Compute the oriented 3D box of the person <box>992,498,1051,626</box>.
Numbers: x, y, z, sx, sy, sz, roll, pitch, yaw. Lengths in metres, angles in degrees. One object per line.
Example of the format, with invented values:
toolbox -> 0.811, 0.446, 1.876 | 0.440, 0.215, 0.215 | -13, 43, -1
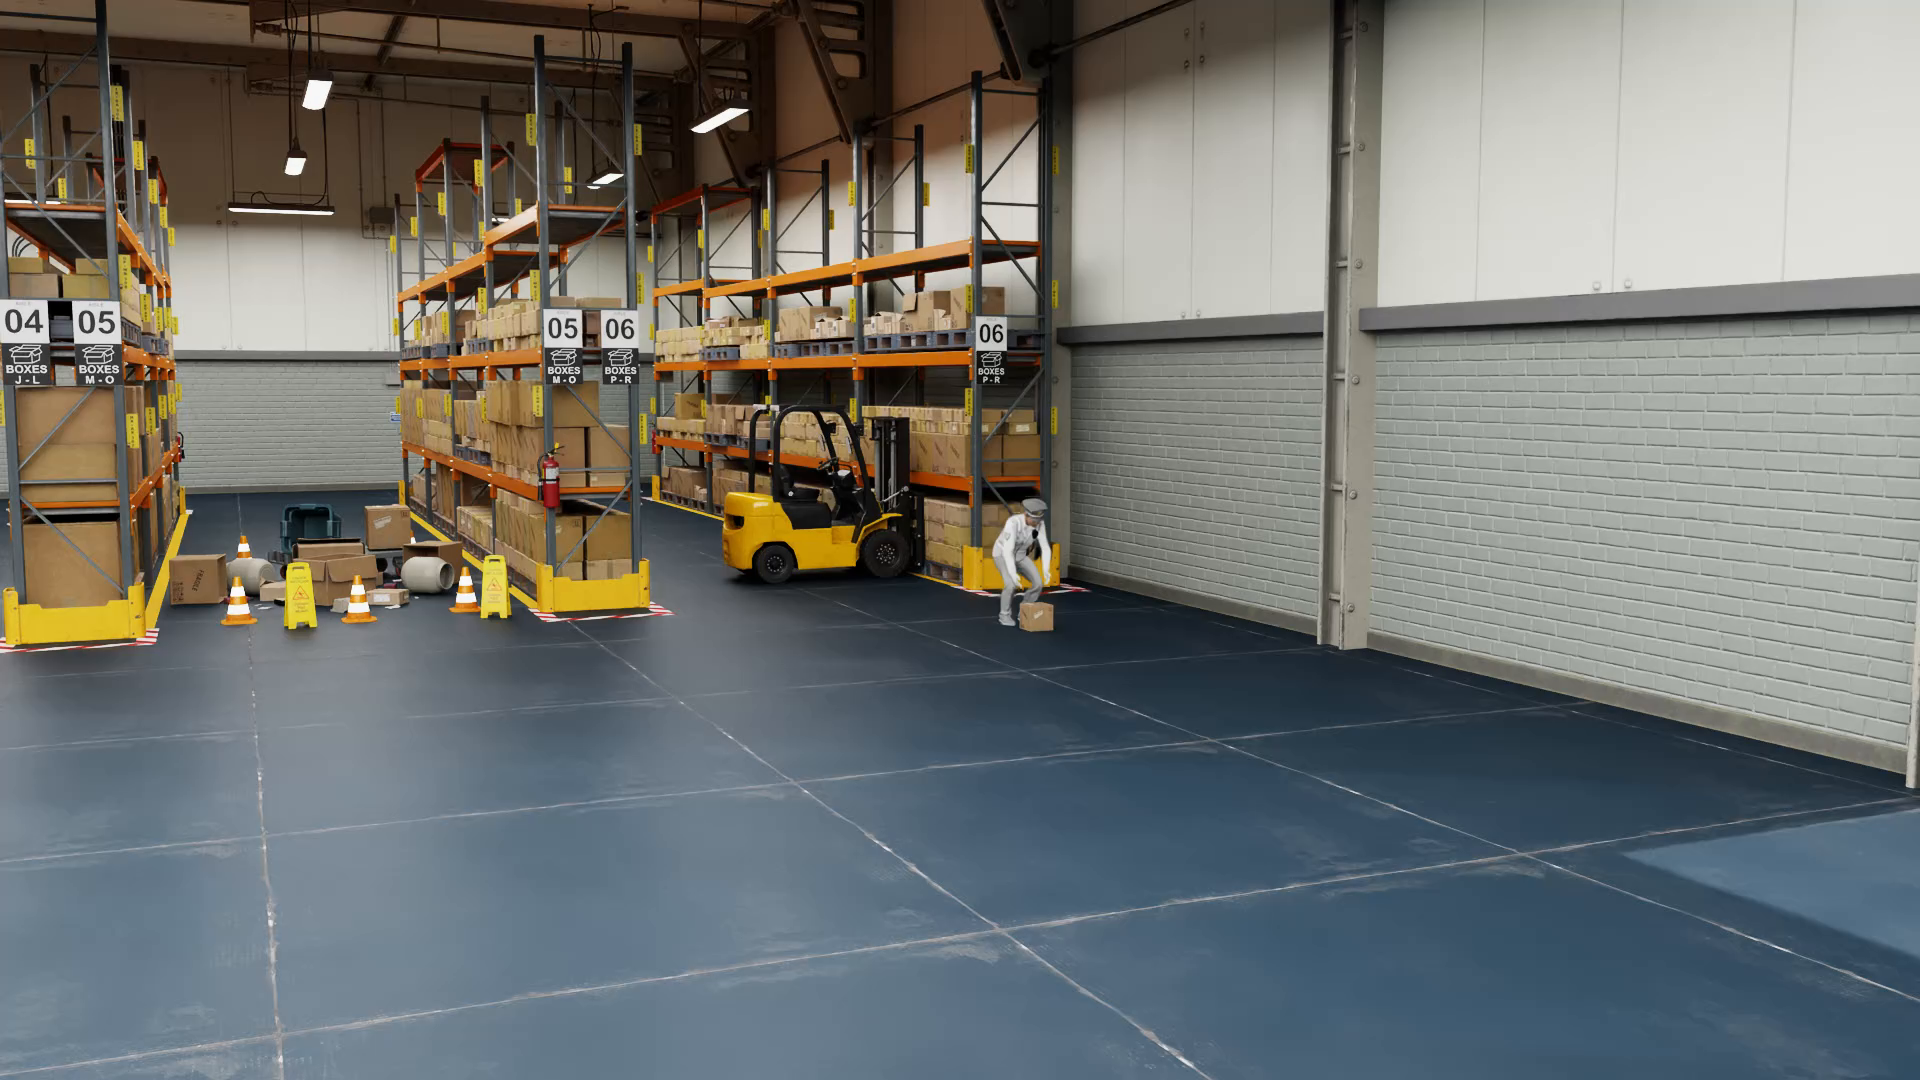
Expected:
person -> 0.636, 0.213, 16.773 | 0.533, 1.292, 0.752 | -2, 6, -24
